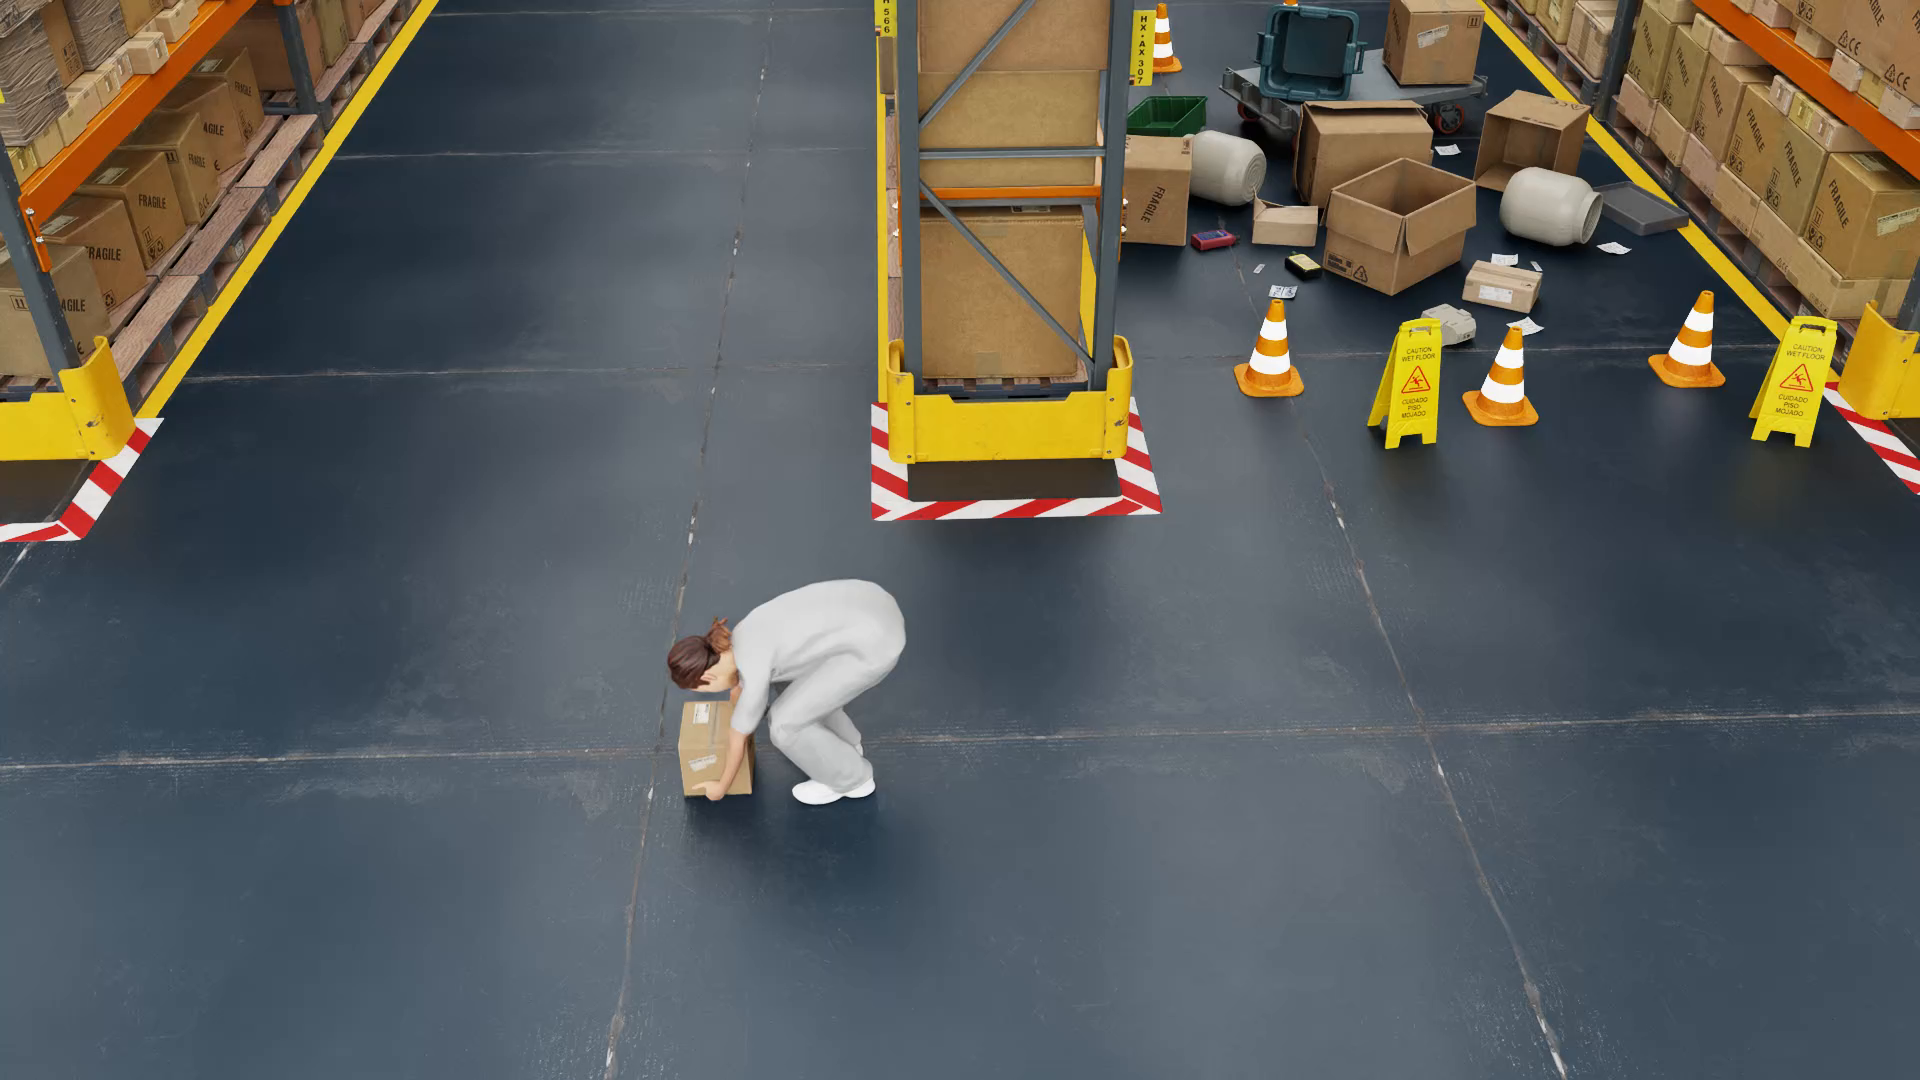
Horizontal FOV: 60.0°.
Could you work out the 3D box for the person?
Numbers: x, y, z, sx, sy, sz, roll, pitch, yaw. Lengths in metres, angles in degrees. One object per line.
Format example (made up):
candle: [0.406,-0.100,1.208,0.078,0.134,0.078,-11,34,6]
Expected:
person: [-0.622,0.557,6.085,0.854,0.844,0.469,-3,35,-4]
